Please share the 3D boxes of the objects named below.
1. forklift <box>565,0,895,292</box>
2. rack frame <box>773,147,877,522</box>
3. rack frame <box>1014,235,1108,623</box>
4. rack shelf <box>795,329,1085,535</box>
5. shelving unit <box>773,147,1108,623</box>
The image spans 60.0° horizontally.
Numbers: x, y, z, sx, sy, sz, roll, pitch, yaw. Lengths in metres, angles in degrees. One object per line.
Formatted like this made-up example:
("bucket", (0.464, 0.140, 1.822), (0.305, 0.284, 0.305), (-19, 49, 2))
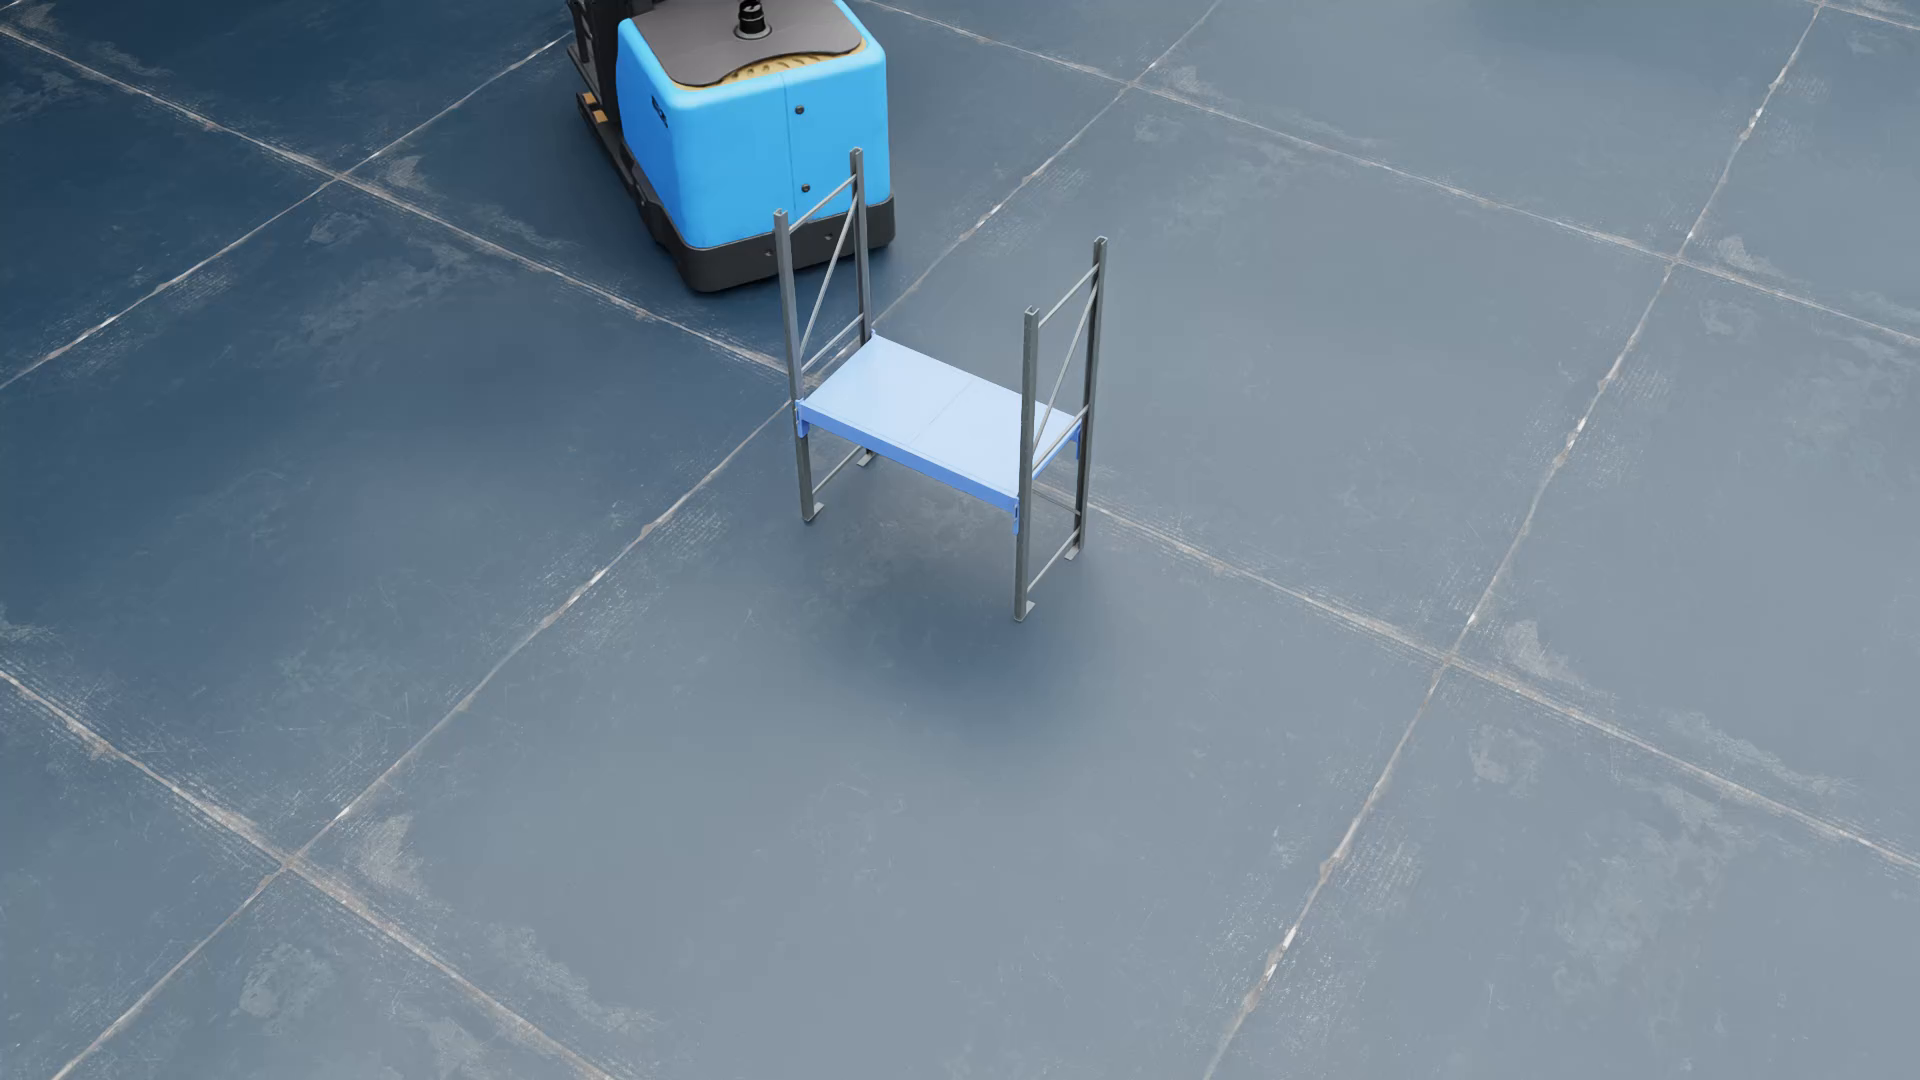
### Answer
("forklift", (-1.396, -3.249, 7.864), (1.130, 2.935, 3.031), (-18, 49, -17))
("rack frame", (-0.500, -0.753, 6.435), (0.032, 1.500, 0.500), (25, 51, 22))
("rack frame", (0.356, -0.359, 6.053), (0.032, 1.500, 0.500), (25, 51, 22))
("rack shelf", (-0.072, -0.430, 6.373), (1.000, 0.185, 0.538), (25, 51, 22))
("shelving unit", (-0.072, -0.556, 6.244), (1.048, 1.500, 0.538), (25, 51, 22))
